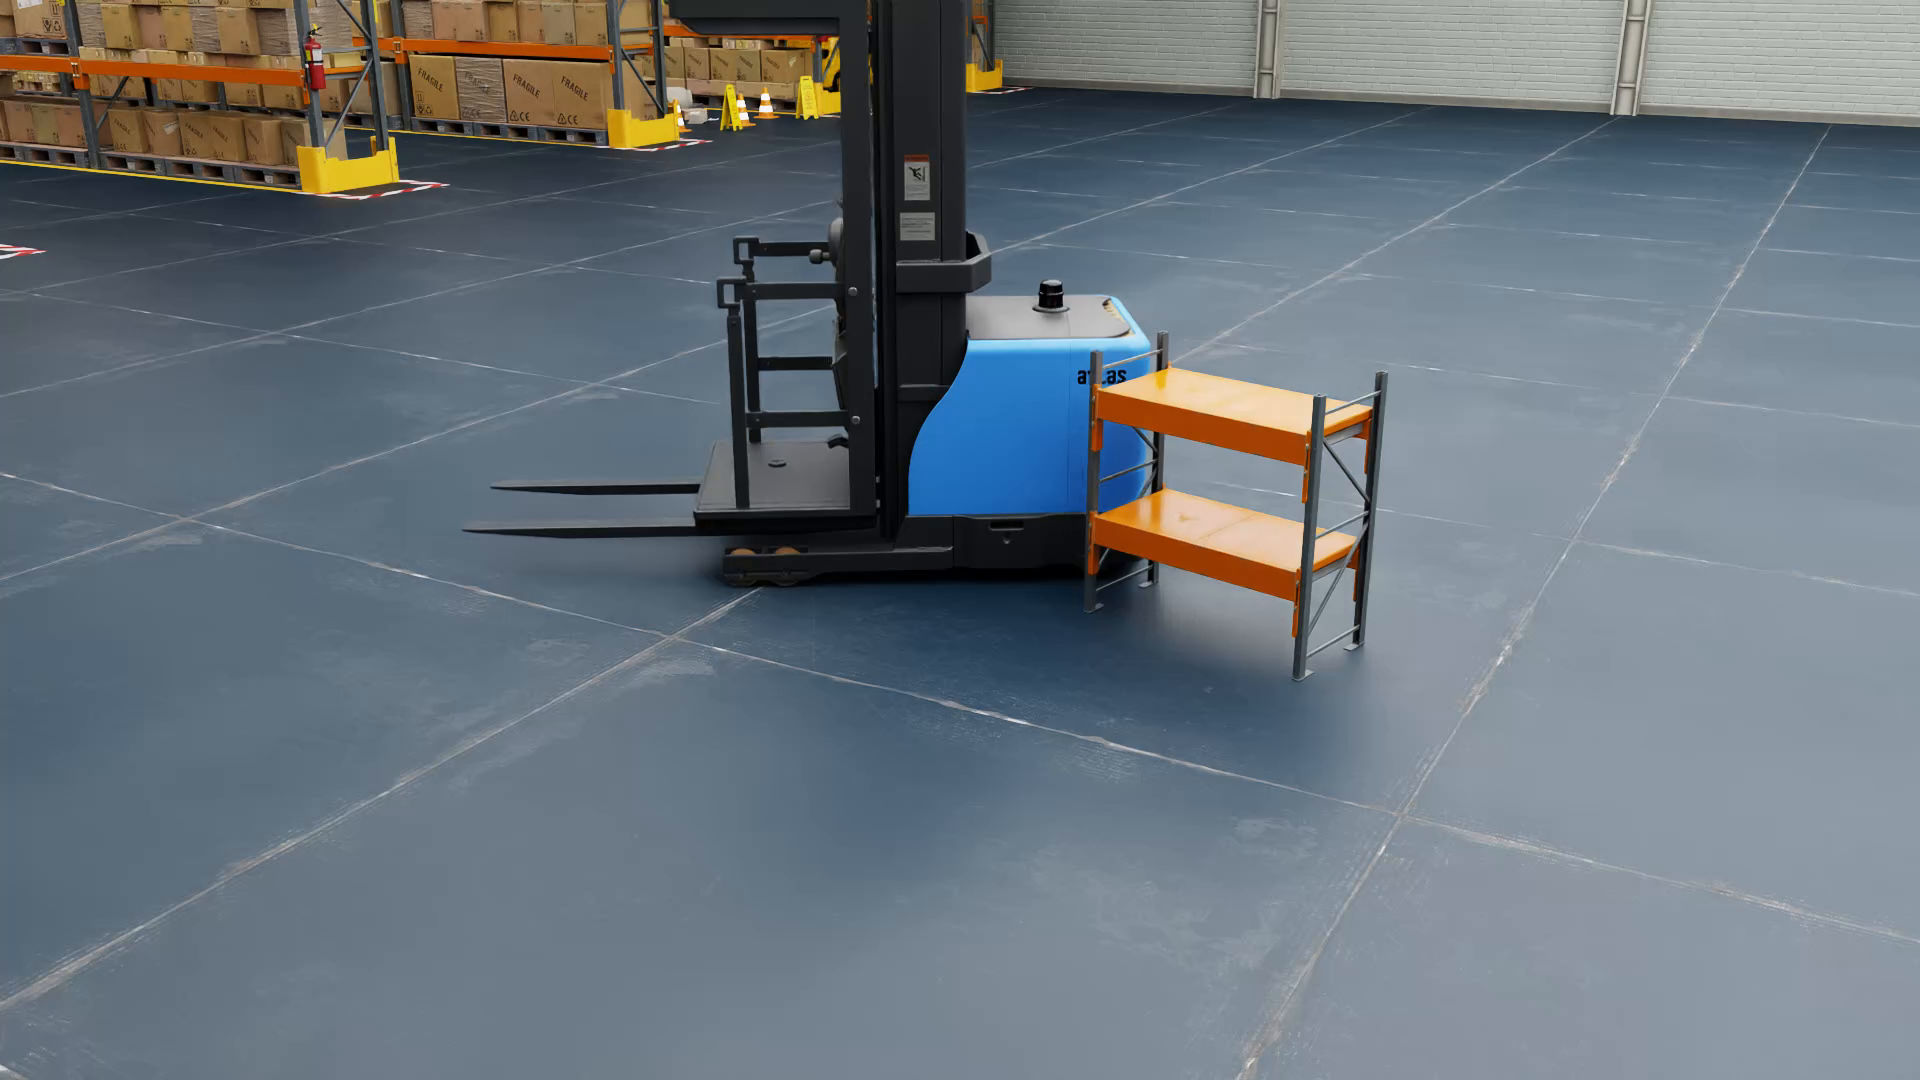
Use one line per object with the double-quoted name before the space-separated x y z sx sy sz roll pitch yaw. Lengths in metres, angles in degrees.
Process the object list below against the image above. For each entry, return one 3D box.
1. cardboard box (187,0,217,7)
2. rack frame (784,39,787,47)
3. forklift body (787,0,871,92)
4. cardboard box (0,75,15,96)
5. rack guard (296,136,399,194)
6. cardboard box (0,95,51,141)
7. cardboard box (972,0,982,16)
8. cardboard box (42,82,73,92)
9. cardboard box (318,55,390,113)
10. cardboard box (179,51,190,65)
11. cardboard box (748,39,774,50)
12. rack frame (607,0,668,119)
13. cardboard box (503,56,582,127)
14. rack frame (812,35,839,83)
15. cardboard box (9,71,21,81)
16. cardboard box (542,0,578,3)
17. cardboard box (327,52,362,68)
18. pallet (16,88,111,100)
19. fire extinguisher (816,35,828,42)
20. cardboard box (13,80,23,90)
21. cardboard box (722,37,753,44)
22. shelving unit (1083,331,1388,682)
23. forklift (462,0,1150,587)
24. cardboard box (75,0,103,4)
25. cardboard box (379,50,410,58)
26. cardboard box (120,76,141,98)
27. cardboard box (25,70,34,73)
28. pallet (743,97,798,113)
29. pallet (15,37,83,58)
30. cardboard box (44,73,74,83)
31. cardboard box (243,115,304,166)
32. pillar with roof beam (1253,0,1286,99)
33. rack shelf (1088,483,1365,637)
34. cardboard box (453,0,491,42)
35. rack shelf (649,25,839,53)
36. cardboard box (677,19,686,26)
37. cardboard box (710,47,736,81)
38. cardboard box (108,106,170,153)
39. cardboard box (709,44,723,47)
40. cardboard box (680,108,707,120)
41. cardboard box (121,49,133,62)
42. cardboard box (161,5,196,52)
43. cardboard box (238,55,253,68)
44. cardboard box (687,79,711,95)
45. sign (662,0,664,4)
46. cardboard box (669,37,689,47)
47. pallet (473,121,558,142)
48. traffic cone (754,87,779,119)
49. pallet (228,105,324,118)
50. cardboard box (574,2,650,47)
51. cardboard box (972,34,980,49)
"cardboard box" -8.357 -6.276 18.720 0.500 0.500 0.500 11 23 27
"rack frame" -3.123 -10.530 32.495 0.127 3.000 1.000 11 23 27
"forklift body" -2.176 -9.238 30.178 1.214 2.155 2.313 11 23 27
"cardboard box" -12.798 -5.963 21.826 0.500 0.250 0.500 14 24 33
"rack guard" -6.948 -4.274 18.914 0.348 0.500 1.175 11 23 27
"cardboard box" -12.282 -5.512 21.683 0.500 0.500 0.700 13 24 32
"cardboard box" 0.072 -10.077 31.099 0.500 0.500 0.500 12 23 29
"cardboard box" -15.359 -7.713 28.293 0.250 0.149 0.380 11 23 28
"cardboard box" -9.293 -6.939 25.279 0.750 0.750 1.050 11 23 27
"cardboard box" -8.776 -5.584 19.230 0.250 0.149 0.380 11 23 27
"cardboard box" -3.228 -8.045 27.011 0.250 0.149 0.380 12 23 29
"rack frame" -4.374 -6.896 22.477 0.127 3.000 1.000 11 23 27
"cardboard box" -5.768 -6.333 23.426 0.875 0.875 0.875 10 22 26
"rack frame" -2.049 -8.386 26.586 0.127 3.000 1.000 11 23 27
"cardboard box" -16.169 -8.034 28.744 0.250 0.149 0.380 11 23 29
"cardboard box" -5.205 -7.611 22.646 0.550 0.550 0.875 11 23 27
"cardboard box" -7.014 -5.436 18.822 0.250 0.149 0.380 11 23 27
"pallet" -15.454 -7.682 28.733 1.213 0.211 1.003 11 23 27
"fire extinguisher" -2.173 -8.194 26.168 0.183 0.674 0.296 11 23 27
"cardboard box" -16.263 -7.885 28.768 0.250 0.149 0.380 11 23 27
"cardboard box" -4.258 -9.826 33.420 0.625 0.625 0.875 11 22 27
"shelving unit" 1.077 -0.168 6.679 1.048 1.125 0.538 17 26 39
"forklift" -0.707 -1.357 7.307 3.031 2.935 1.130 -1 20 -3
"cardboard box" -10.105 -6.608 19.633 0.500 0.500 0.500 11 23 27
"cardboard box" -10.372 -9.205 31.341 0.875 0.875 0.875 11 23 28
"cardboard box" -13.408 -7.541 27.306 0.500 0.500 0.500 11 23 28
"cardboard box" -15.751 -8.080 28.434 0.250 0.149 0.380 11 22 27
"pallet" -2.807 -7.234 27.498 1.213 0.211 1.003 11 23 27
"pallet" -10.970 -6.182 20.789 1.213 0.211 1.003 11 23 27
"cardboard box" -15.281 -7.846 28.226 0.250 0.149 0.380 11 23 28
"cardboard box" -7.957 -4.657 19.353 0.500 0.500 0.500 18 27 41
"pillar with roof beam" 3.339 -10.790 24.413 0.400 9.000 9.100 11 23 27
"rack shelf" 1.077 0.062 6.763 1.000 0.278 0.538 17 26 39
"cardboard box" -6.633 -7.364 23.548 0.550 0.550 0.875 11 23 27
"rack shelf" -3.795 -8.381 27.625 4.000 0.370 1.077 11 23 27
"cardboard box" -4.483 -8.637 27.646 0.250 0.149 0.380 11 23 27
"cardboard box" -3.770 -7.871 27.482 0.500 0.500 0.500 10 22 26
"cardboard box" -10.044 -5.045 20.425 0.500 0.500 0.500 10 22 26
"cardboard box" -4.002 -8.122 28.173 0.500 0.500 0.500 12 23 30
"cardboard box" -4.177 -6.663 26.015 0.380 0.149 0.250 -11 23 -29
"cardboard box" -9.666 -5.740 19.660 0.250 0.149 0.380 11 23 27
"cardboard box" -8.690 -5.953 19.294 0.500 0.500 0.875 11 23 27
"cardboard box" -7.903 -5.418 18.772 0.250 0.149 0.380 11 23 27
"cardboard box" -4.221 -7.605 27.848 0.500 0.250 0.500 10 22 27
"sign" -4.099 -7.504 22.769 0.005 0.325 0.100 11 23 27
"cardboard box" -4.628 -8.312 27.746 0.250 0.149 0.380 12 23 29
"pallet" -6.172 -5.898 23.815 1.213 0.211 1.003 11 23 27
"traffic cone" -3.053 -6.881 26.157 0.334 0.463 0.336 11 23 27
"pallet" -10.707 -6.762 26.197 1.213 0.211 1.003 11 23 27
"cardboard box" -4.720 -7.015 22.584 0.550 0.550 0.875 11 23 27
"cardboard box" 0.042 -9.376 31.264 0.500 0.250 0.500 10 22 26
